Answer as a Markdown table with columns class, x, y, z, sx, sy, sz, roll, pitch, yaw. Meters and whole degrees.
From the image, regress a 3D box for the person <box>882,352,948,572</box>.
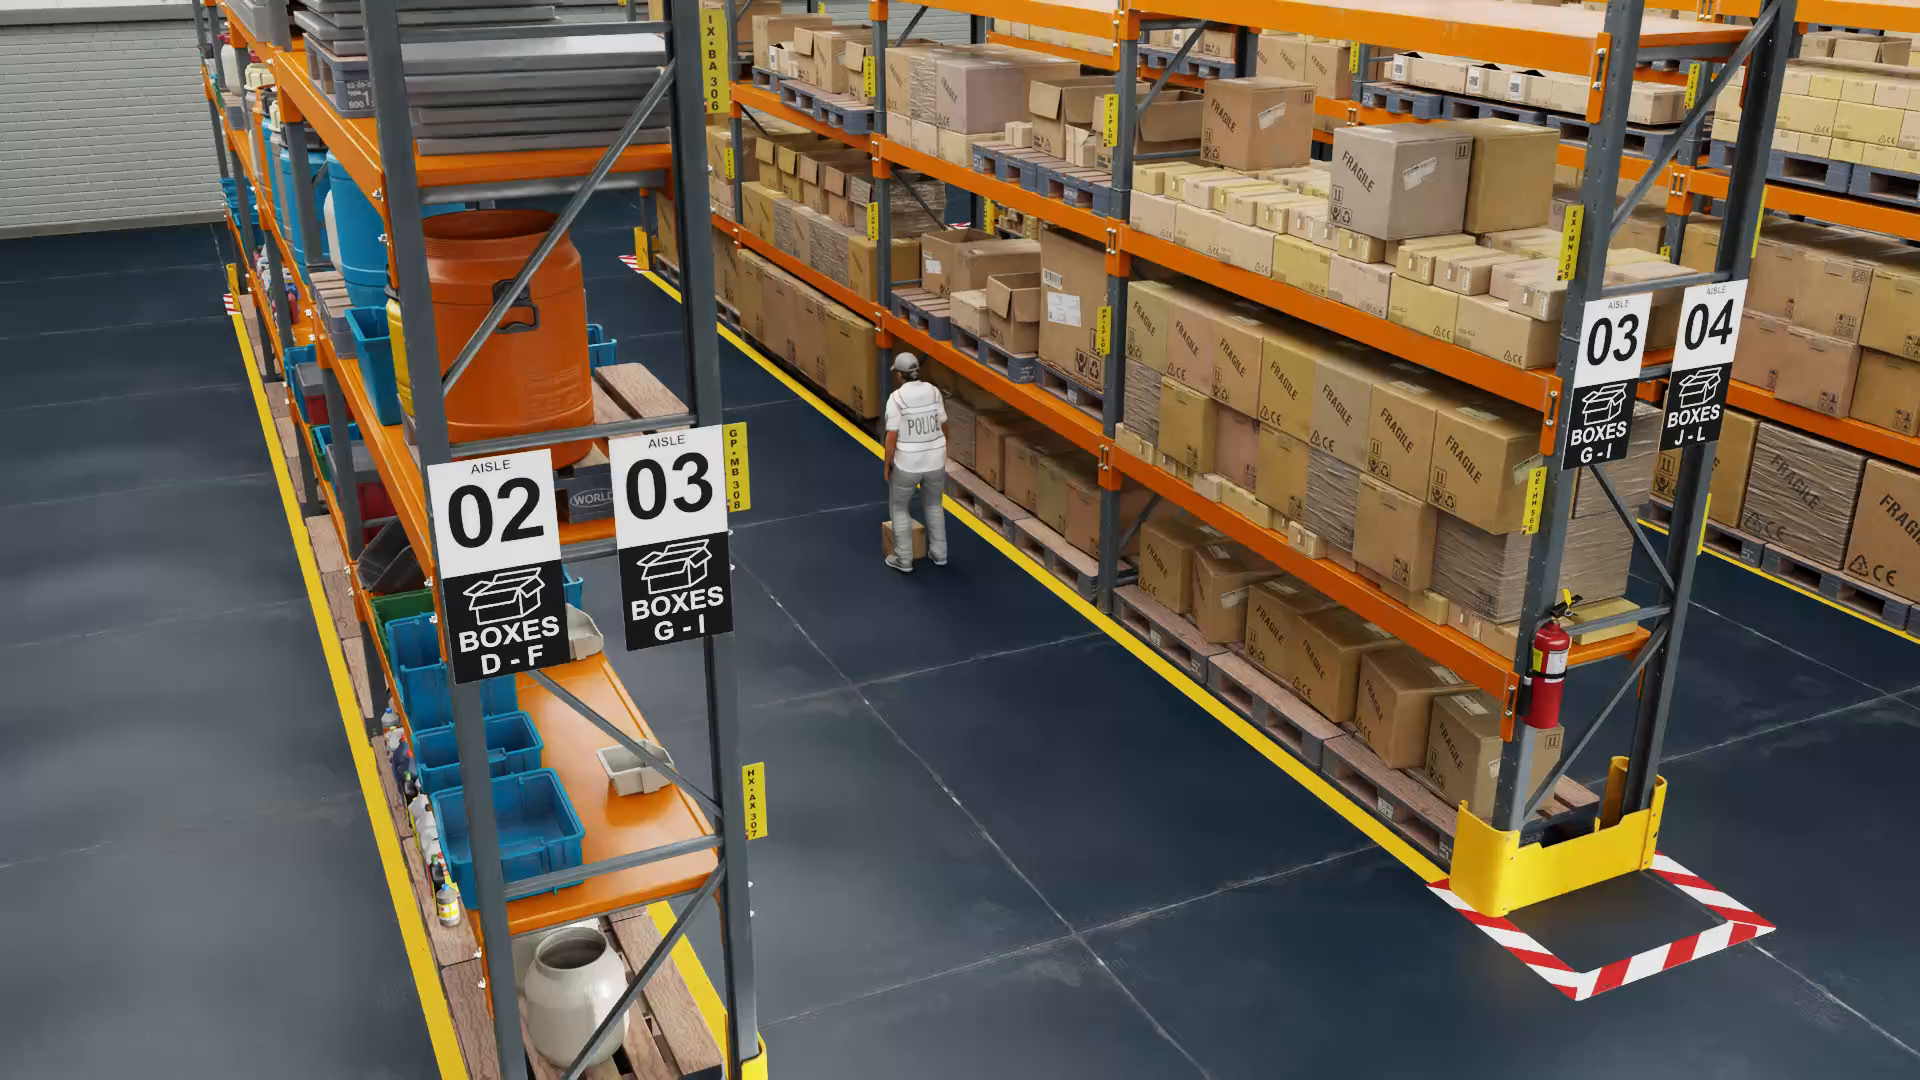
| class | x | y | z | sx | sy | sz | roll | pitch | yaw |
| --- | --- | --- | --- | --- | --- | --- | --- | --- | --- |
| person | -0.335 | -0.582 | 12.410 | 0.557 | 1.665 | 0.467 | -12 | 25 | -27 |
